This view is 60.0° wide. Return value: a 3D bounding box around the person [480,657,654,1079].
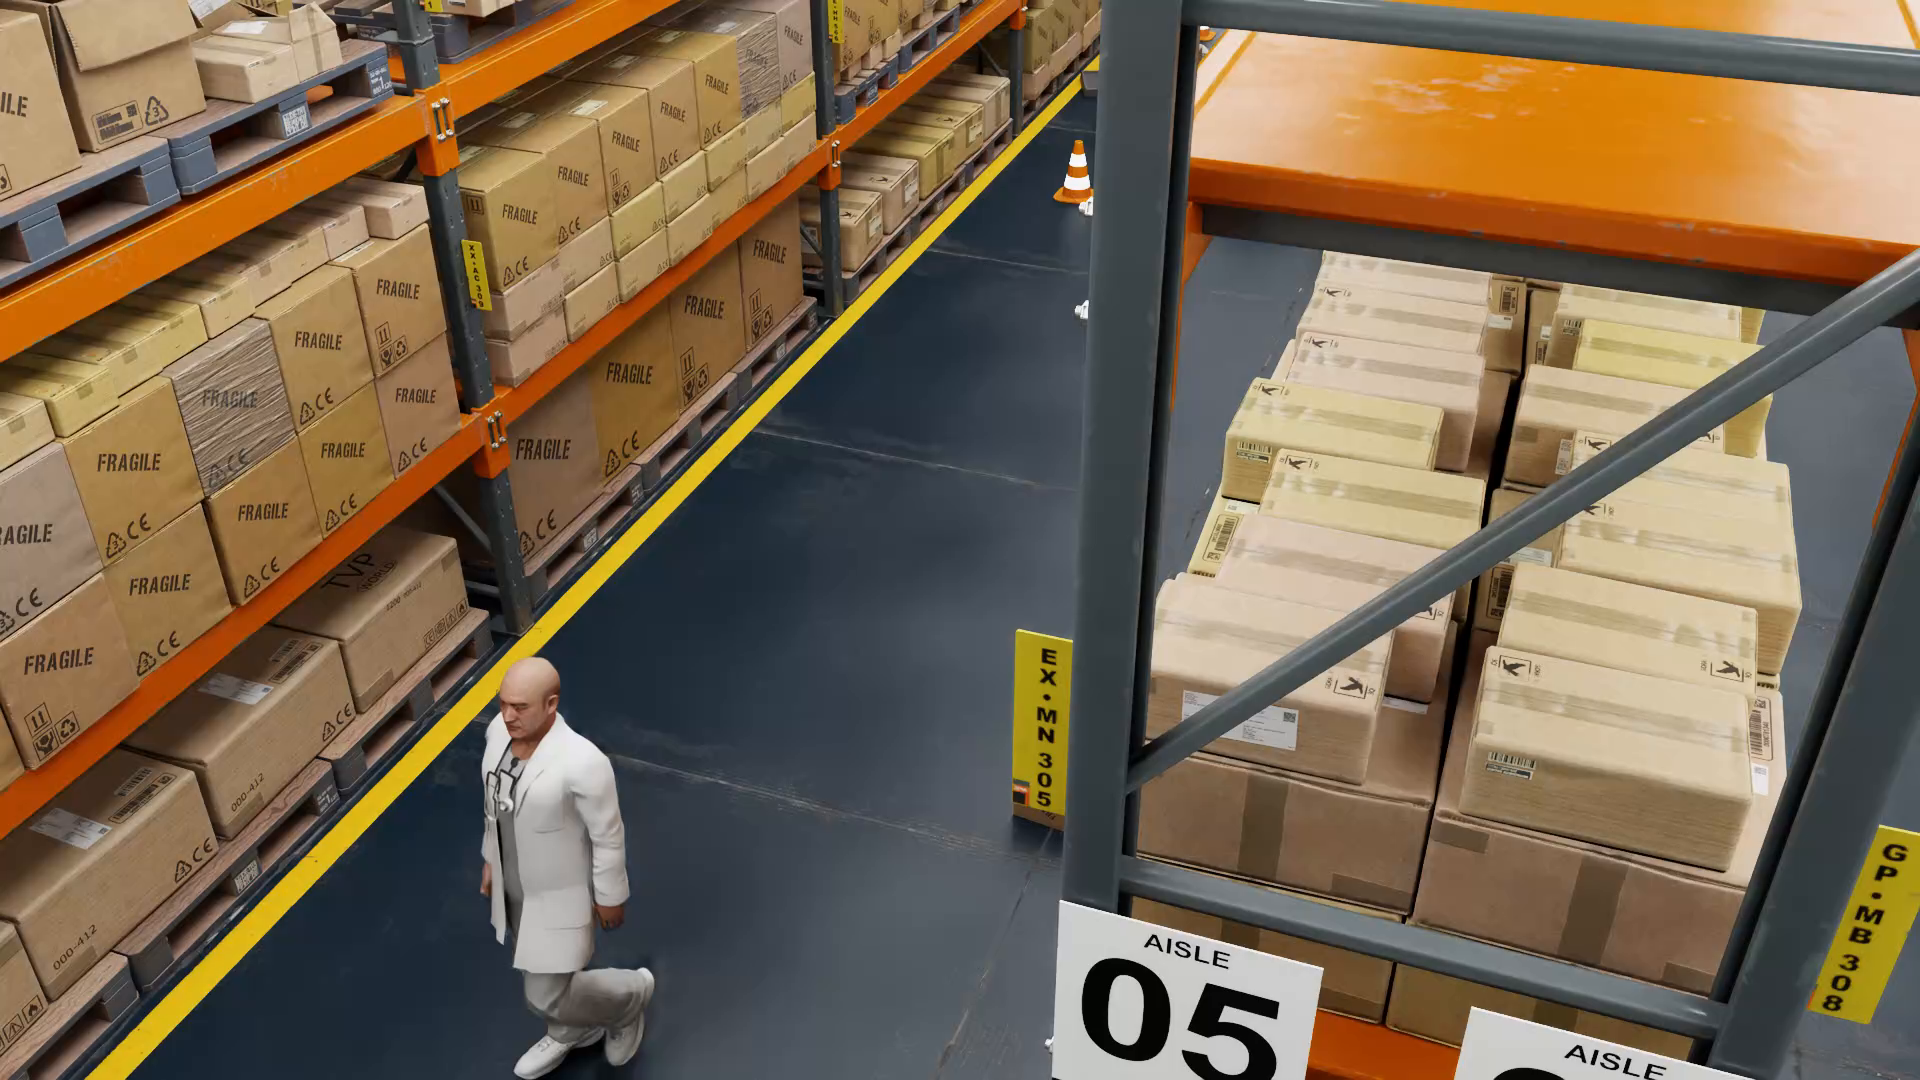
[{"bbox_3d":[-1.413,1.170,5.739,0.593,1.780,0.534,24,40,33],"label":"person"}]
